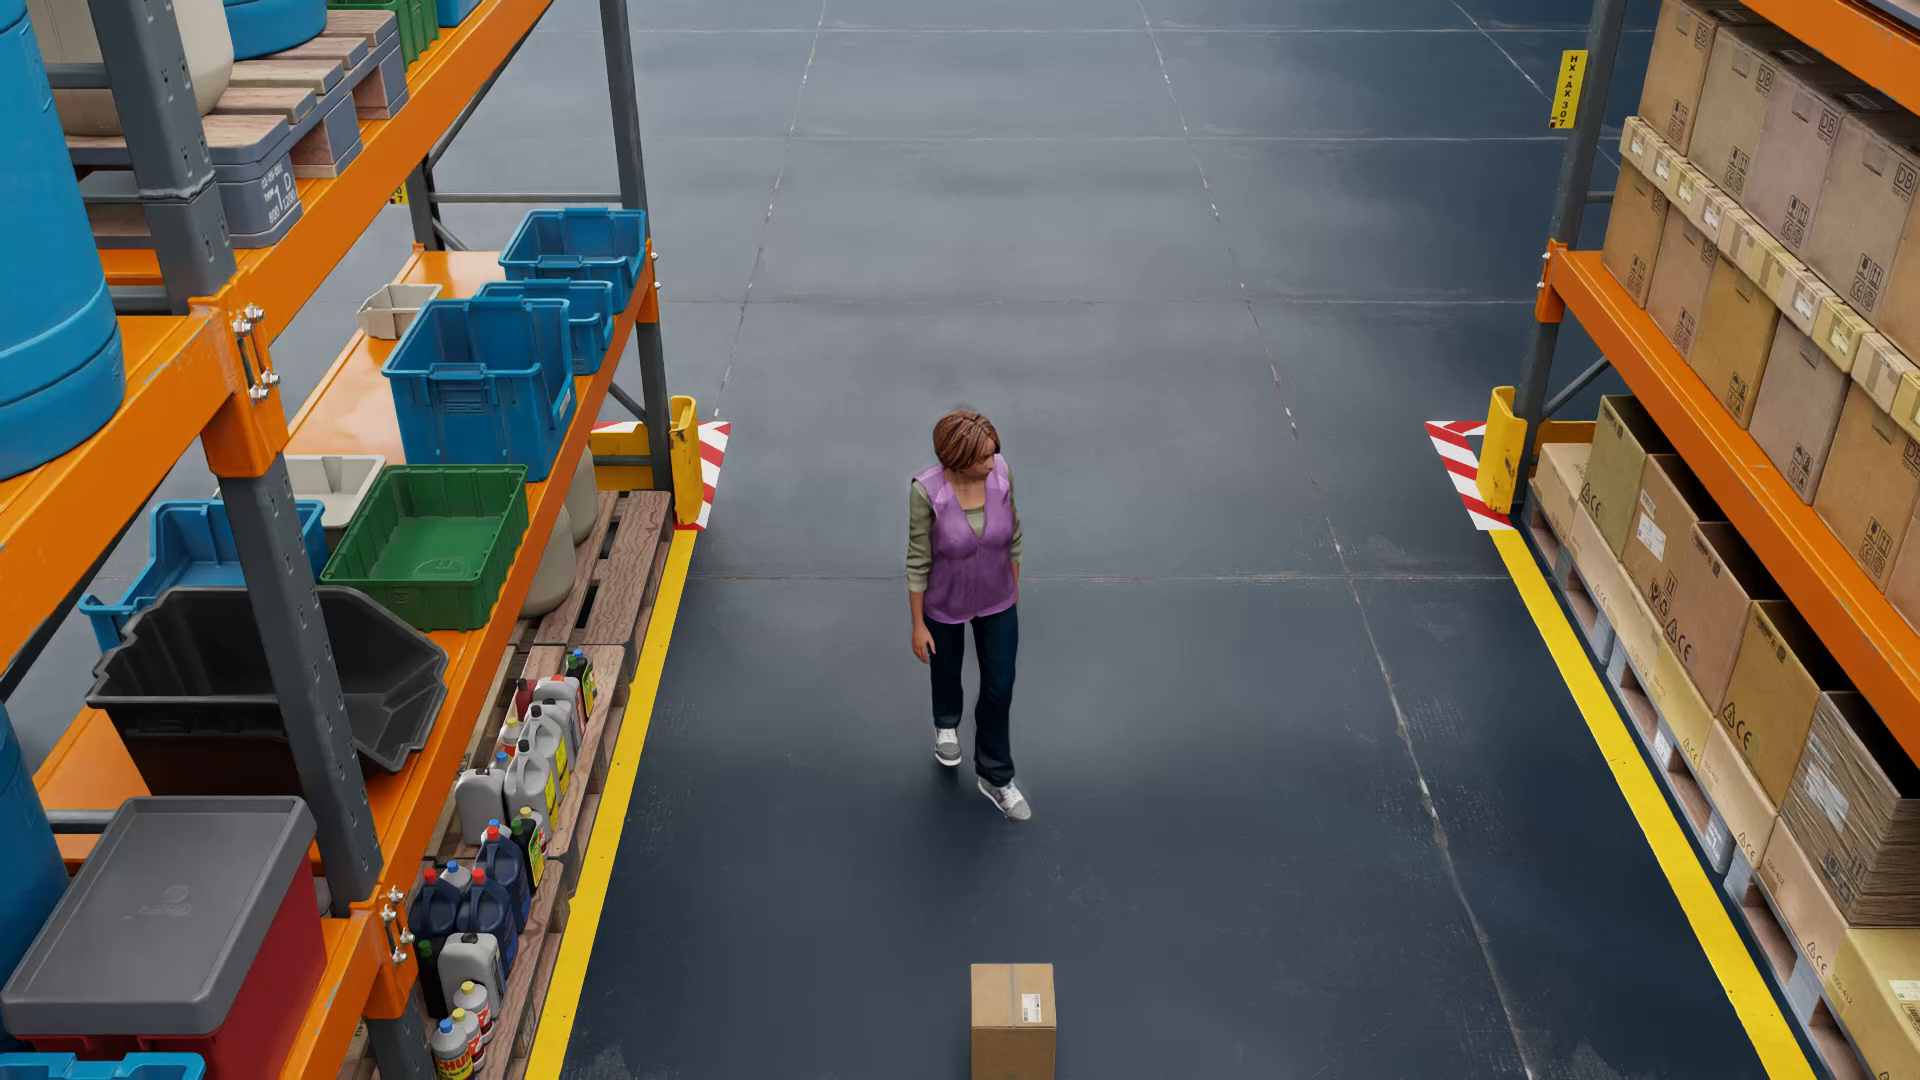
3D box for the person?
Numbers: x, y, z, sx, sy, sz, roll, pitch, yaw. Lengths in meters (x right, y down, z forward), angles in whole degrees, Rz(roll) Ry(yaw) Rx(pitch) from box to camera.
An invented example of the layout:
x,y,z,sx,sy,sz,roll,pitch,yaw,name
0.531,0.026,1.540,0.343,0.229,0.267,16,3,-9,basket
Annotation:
x,y,z,sx,sy,sz,roll,pitch,yaw,name
0.009,0.225,5.804,0.431,1.623,0.592,-7,33,-12,person
